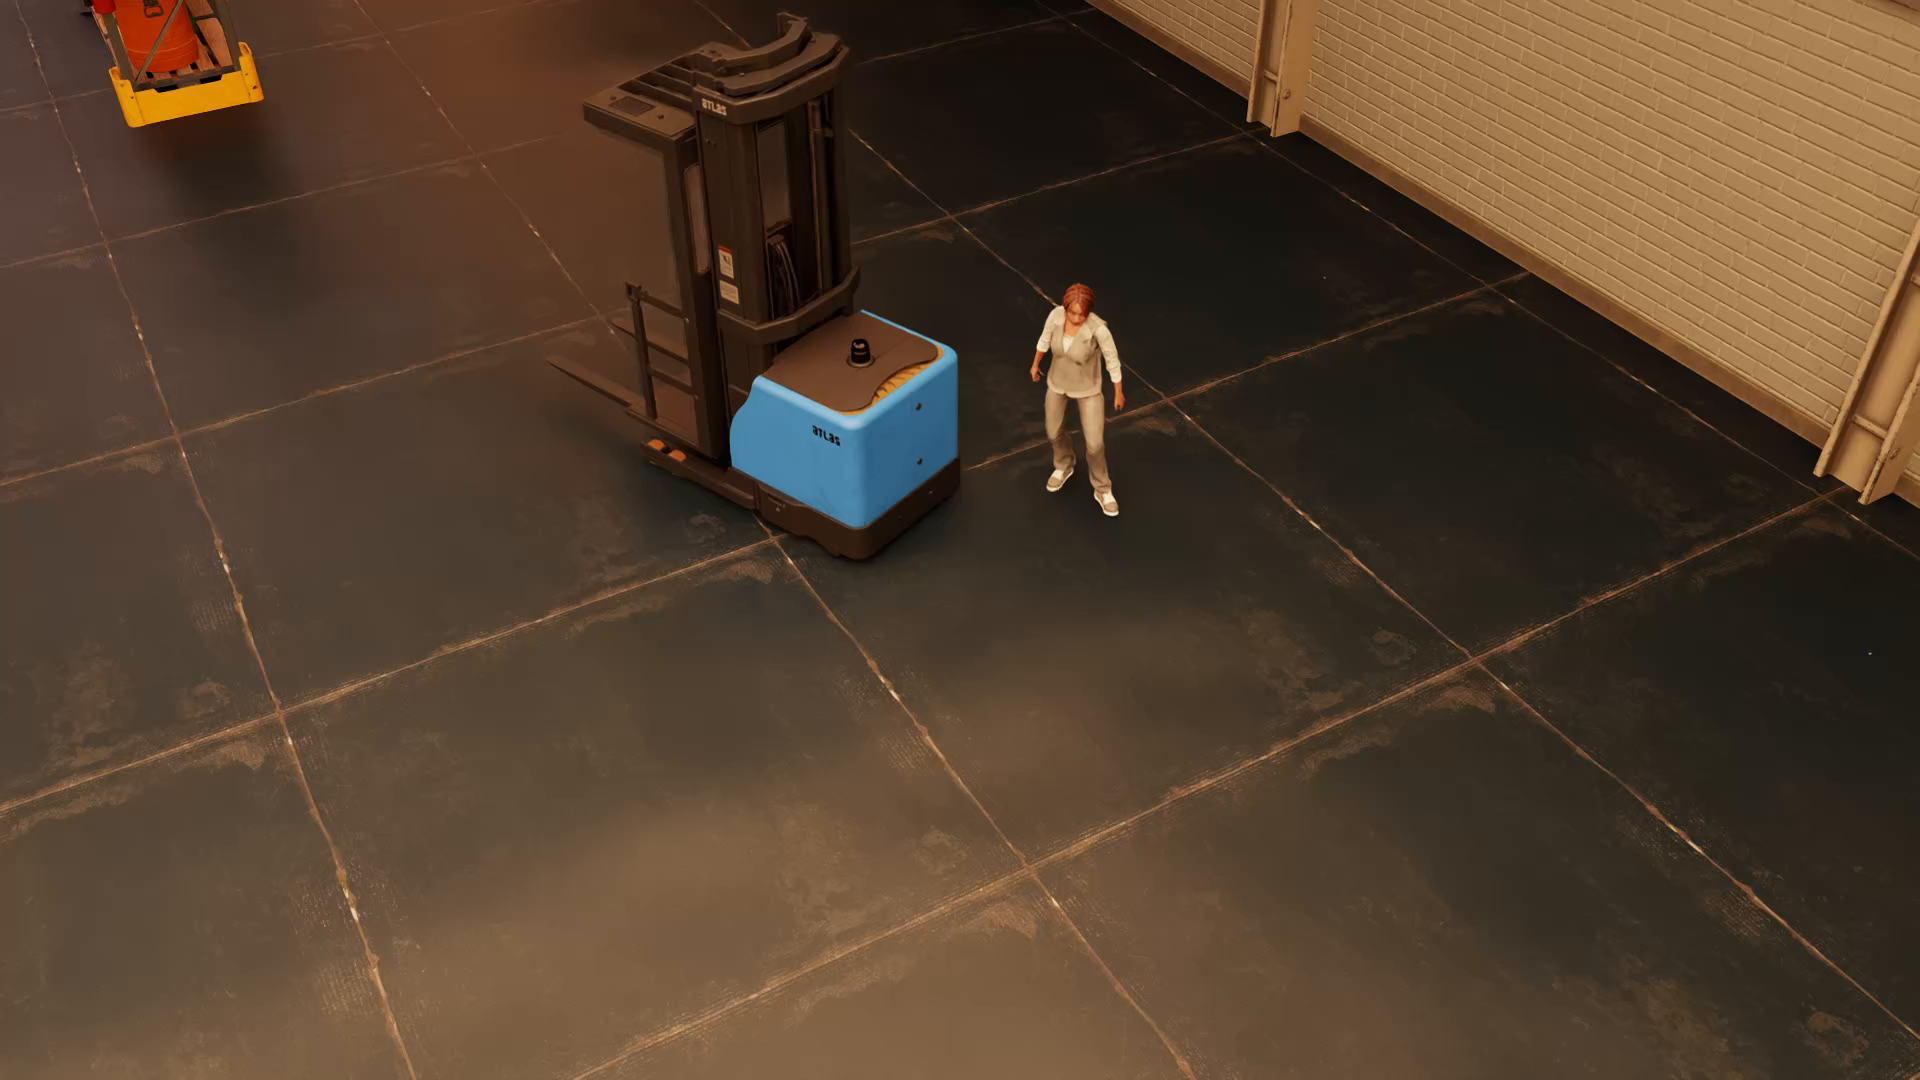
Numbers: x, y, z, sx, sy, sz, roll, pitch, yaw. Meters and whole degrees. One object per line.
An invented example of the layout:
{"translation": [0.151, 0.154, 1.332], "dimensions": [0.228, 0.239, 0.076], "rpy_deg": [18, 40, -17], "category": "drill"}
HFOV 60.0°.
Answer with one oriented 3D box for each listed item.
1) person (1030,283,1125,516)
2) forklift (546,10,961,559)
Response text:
{"translation": [0.735, -0.919, 10.226], "dimensions": [0.732, 1.570, 0.388], "rpy_deg": [20, 43, 22], "category": "person"}
{"translation": [-1.469, -1.785, 10.189], "dimensions": [3.031, 2.935, 1.130], "rpy_deg": [26, 46, 28], "category": "forklift"}
